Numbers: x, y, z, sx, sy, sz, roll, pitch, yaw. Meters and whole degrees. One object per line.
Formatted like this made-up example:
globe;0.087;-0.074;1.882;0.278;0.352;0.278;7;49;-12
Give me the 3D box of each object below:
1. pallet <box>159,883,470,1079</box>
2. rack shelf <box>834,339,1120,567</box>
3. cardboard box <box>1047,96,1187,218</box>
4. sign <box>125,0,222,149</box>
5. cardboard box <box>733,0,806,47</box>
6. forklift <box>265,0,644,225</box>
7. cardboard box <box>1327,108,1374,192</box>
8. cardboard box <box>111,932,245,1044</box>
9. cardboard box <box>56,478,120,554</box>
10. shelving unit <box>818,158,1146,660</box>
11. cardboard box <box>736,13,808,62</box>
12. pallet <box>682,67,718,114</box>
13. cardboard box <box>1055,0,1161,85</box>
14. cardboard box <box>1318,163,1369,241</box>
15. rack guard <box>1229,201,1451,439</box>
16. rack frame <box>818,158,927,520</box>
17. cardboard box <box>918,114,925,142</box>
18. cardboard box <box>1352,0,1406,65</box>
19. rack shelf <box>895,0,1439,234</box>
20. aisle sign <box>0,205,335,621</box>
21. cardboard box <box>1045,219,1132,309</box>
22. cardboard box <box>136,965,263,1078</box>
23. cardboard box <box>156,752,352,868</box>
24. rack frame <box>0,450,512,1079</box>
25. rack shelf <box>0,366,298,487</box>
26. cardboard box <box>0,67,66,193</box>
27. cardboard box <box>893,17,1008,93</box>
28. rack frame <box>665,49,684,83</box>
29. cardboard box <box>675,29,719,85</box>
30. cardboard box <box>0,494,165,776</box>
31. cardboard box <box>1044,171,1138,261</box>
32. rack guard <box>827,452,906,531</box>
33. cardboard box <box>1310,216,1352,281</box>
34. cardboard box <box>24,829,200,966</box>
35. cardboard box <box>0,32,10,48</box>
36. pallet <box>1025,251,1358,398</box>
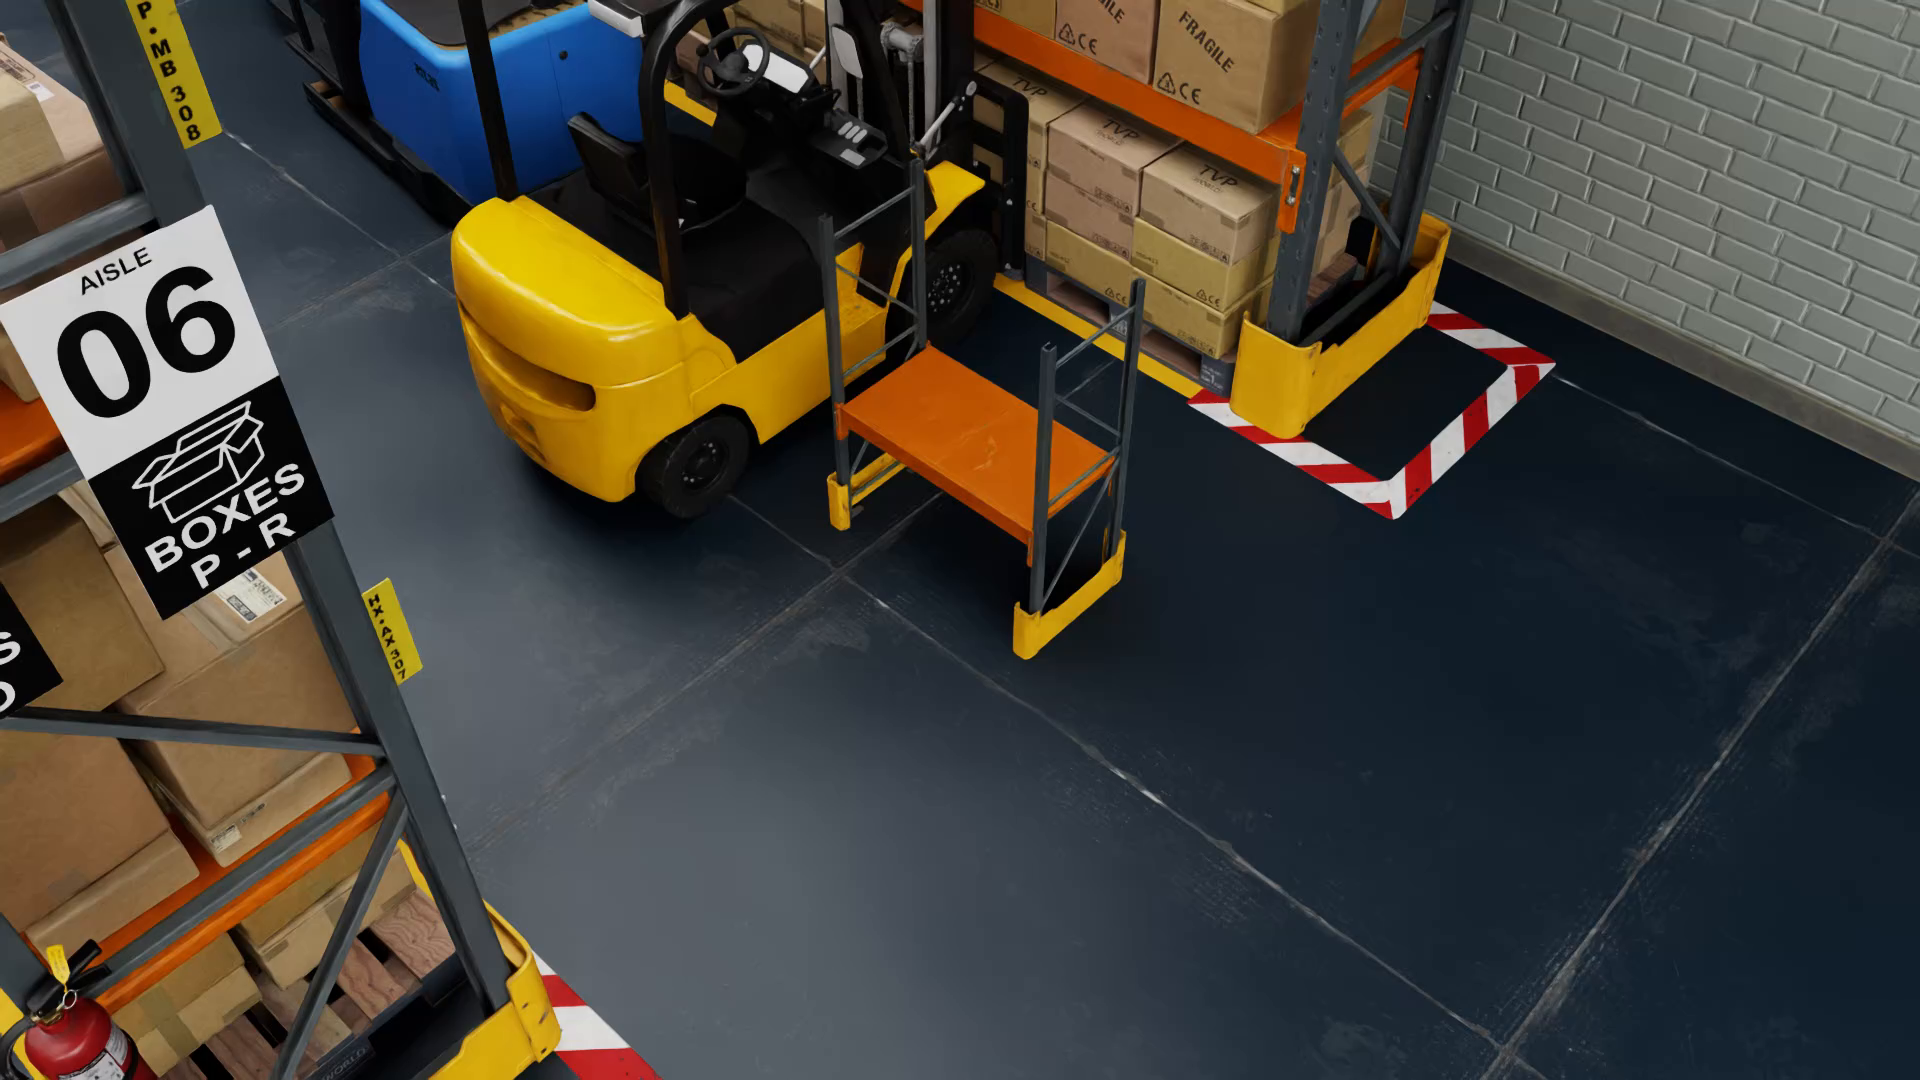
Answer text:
pallet;-2.333;1.307;5.378;1.213;0.211;1.003;34;55;28
rack shelf;0.063;-0.348;6.295;1.000;0.185;0.538;34;55;28
cardboard box;0.730;-1.705;7.205;0.500;0.250;0.500;35;56;28
sign;-1.337;-0.806;2.792;0.005;0.325;0.100;34;55;28
cardboard box;-0.768;-2.707;8.146;0.500;0.250;0.500;34;55;28
forklift;-2.837;-3.397;7.929;1.130;2.935;3.031;-32;55;-27
cardboard box;1.435;-1.734;7.233;0.500;0.250;0.500;33;55;27
cardboard box;-2.470;1.095;4.748;0.500;0.500;0.500;34;56;28
cardboard box;-2.247;0.038;4.384;0.500;0.500;0.500;36;56;29
shelving unit;0.056;-0.476;6.168;1.083;1.500;0.587;34;55;28
cardboard box;-0.762;-2.549;8.341;0.500;0.250;0.500;34;55;27
pallet;-0.724;-2.458;8.913;1.213;0.211;1.003;34;55;28
cardboard box;0.745;-2.248;6.735;0.500;0.500;0.500;36;56;29
cardboard box;1.455;-1.567;7.419;0.500;0.250;0.500;35;56;28
rack guard;1.677;-0.983;7.330;0.348;0.500;1.175;34;55;28
rack frame;-0.311;-0.723;6.400;0.032;1.500;0.500;34;55;28
cardboard box;-0.030;-2.044;7.867;0.500;0.250;0.500;34;55;28
cardboard box;1.484;-2.278;6.763;0.500;0.500;0.500;36;56;29
rack shelf;0.190;-2.593;7.620;4.000;0.370;1.077;34;55;28
aisle sign;-1.449;-0.214;3.110;0.004;0.787;0.394;34;55;28
cardboard box;0.741;-1.367;7.574;0.500;0.250;0.500;34;55;28
cardboard box;-2.499;1.341;5.031;0.500;0.250;0.500;34;55;28
cardboard box;-1.814;0.618;4.284;0.250;0.149;0.380;34;55;28
rack frame;-1.704;0.811;3.931;0.127;3.000;1.000;34;55;28
rack shelf;-3.174;-0.958;4.028;4.000;0.370;1.077;34;55;28
cardboard box;-1.827;-0.688;2.906;0.250;0.149;0.380;34;55;27
cardboard box;-0.015;-2.204;7.674;0.500;0.250;0.500;33;55;27
rack frame;-1.280;-3.828;8.286;0.127;3.000;1.000;34;55;28
cardboard box;-1.149;-2.614;8.745;0.500;0.250;0.500;34;56;28
cardboard box;-2.228;0.197;3.549;0.500;0.500;0.700;33;55;27
cardboard box;0.728;-1.551;7.404;0.500;0.250;0.500;33;55;27
rack guard;-0.310;-0.294;6.855;0.087;0.250;0.587;34;55;28
cardboard box;1.431;-1.400;7.605;0.500;0.250;0.500;34;56;28
cardboard box;-2.124;0.827;4.089;0.250;0.149;0.380;36;56;29
cardboard box;-2.257;-0.912;3.390;0.500;0.250;0.500;33;55;27
pallet;1.069;-1.251;7.780;1.213;0.211;1.003;34;55;28
